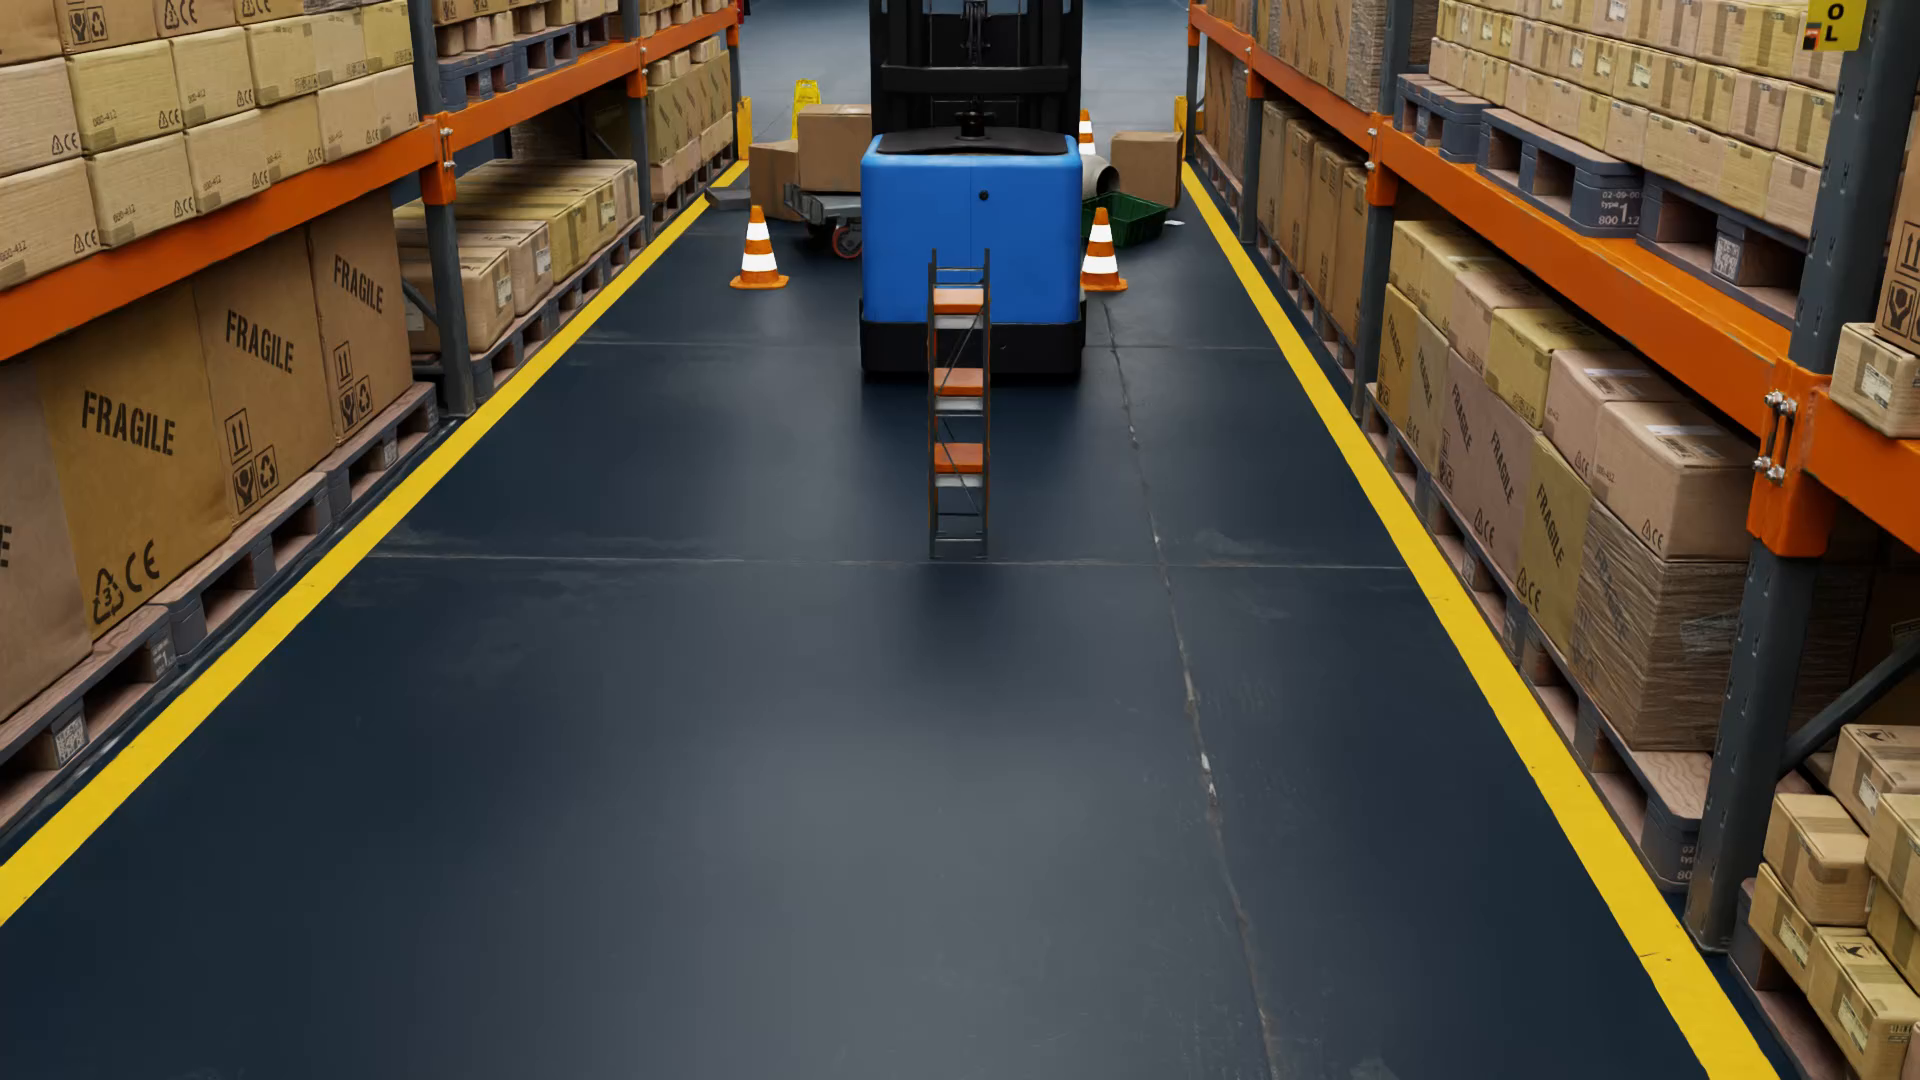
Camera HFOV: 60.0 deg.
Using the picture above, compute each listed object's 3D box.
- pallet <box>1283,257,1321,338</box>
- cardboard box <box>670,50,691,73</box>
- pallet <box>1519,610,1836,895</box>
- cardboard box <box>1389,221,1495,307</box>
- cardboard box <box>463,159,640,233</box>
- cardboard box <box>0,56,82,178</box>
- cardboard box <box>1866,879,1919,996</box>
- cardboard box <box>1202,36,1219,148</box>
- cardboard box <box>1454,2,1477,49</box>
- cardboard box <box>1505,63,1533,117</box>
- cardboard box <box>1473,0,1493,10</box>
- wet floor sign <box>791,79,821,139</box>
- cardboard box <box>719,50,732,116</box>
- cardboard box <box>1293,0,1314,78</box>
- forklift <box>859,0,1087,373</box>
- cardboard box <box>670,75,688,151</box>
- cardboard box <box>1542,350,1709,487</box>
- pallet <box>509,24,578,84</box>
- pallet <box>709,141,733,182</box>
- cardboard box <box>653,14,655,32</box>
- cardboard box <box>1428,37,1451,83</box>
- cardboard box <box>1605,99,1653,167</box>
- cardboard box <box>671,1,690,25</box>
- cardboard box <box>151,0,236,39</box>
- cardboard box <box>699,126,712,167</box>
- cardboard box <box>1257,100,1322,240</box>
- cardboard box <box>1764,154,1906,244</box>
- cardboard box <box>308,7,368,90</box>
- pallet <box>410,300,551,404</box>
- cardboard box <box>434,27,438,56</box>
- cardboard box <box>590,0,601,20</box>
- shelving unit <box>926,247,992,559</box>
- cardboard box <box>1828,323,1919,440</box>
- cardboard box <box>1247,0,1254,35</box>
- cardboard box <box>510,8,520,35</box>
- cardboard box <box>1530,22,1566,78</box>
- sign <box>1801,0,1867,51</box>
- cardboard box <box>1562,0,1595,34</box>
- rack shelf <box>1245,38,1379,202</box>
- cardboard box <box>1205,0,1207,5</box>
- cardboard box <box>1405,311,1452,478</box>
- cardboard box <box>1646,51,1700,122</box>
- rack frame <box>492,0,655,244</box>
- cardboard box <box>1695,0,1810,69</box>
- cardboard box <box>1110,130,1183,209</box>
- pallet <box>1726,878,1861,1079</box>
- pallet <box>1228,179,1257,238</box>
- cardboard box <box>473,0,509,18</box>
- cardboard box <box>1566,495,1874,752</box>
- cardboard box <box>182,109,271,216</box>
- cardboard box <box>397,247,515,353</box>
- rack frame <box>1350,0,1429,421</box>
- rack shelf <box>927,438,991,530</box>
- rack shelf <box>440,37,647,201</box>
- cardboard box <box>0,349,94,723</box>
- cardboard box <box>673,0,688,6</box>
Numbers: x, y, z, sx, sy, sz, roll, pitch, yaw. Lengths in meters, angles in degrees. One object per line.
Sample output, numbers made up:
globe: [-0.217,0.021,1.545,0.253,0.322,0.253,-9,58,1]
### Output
pallet: [2.399,-1.369,9.266,1.003,0.211,1.213,1,21,2]
cardboard box: [-2.198,-3.513,12.224,0.380,0.149,0.250,2,21,5]
pallet: [2.161,0.520,4.398,1.003,0.211,1.213,1,21,2]
cardboard box: [1.997,-1.079,6.500,0.500,0.250,0.500,0,21,-1]
cardboard box: [-2.582,-2.190,10.580,0.950,0.372,0.625,1,21,2]
cardboard box: [-2.529,-1.025,4.040,0.500,0.250,0.500,1,21,2]
cardboard box: [1.890,0.716,2.987,0.380,0.149,0.250,1,21,2]
cardboard box: [2.549,-3.797,14.025,0.875,0.875,0.875,1,21,2]
cardboard box: [2.039,-1.892,6.113,0.380,0.149,0.250,2,21,4]
cardboard box: [2.017,-1.476,5.453,0.380,0.149,0.250,1,21,3]
cardboard box: [2.035,-1.950,5.853,0.380,0.149,0.250,1,21,1]
wet floor sign: [-1.372,-3.815,14.969,0.267,0.644,0.232,8,23,20]
cardboard box: [-2.211,-3.827,13.928,0.500,0.500,0.500,1,21,2]
cardboard box: [2.049,-2.704,8.713,0.500,0.500,0.500,1,21,2]
forklift: [0.088,-2.638,8.777,1.130,2.935,3.031,1,21,1]
cardboard box: [-2.277,-3.077,11.996,0.500,0.500,0.500,1,21,4]
cardboard box: [1.938,-0.337,4.588,0.500,0.250,0.500,2,21,4]
pallet: [-2.671,-2.590,8.822,1.003,0.211,1.213,1,21,2]
pallet: [-2.510,-3.235,14.074,1.003,0.211,1.213,1,21,2]
cardboard box: [-2.283,-3.494,11.236,0.380,0.149,0.250,1,21,3]
cardboard box: [2.045,-1.864,6.454,0.380,0.149,0.250,0,21,1]
cardboard box: [1.980,-1.099,4.480,0.380,0.149,0.250,0,21,-1]
cardboard box: [-2.190,-3.865,12.191,0.380,0.149,0.250,1,21,2]
cardboard box: [-2.497,-1.738,4.841,0.500,0.500,0.500,0,21,1]
cardboard box: [-2.237,-3.098,13.087,0.500,0.250,0.500,0,21,0]
cardboard box: [2.453,-2.313,10.373,1.050,0.750,0.750,1,21,1]
cardboard box: [1.953,-0.723,3.513,0.380,0.149,0.250,0,21,0]
cardboard box: [-2.463,-1.763,5.942,0.500,0.250,0.500,0,21,0]
pallet: [-2.665,-0.946,8.174,1.003,0.211,1.213,1,21,2]
cardboard box: [-2.495,-2.157,7.209,0.380,0.149,0.250,-1,21,-1]
cardboard box: [-2.306,-3.110,9.665,0.380,0.149,0.250,0,21,1]
shelving unit: [-0.002,-0.470,5.789,0.215,1.050,0.252,1,21,2]
cardboard box: [1.803,-0.283,2.959,0.380,0.149,0.250,1,21,4]
cardboard box: [2.381,-3.595,10.940,0.875,0.550,0.550,1,21,2]
cardboard box: [-2.470,-2.647,8.472,0.380,0.149,0.250,1,21,4]
cardboard box: [2.007,-1.524,5.166,0.380,0.149,0.250,0,21,1]
sign: [1.584,-1.043,2.971,0.100,0.325,0.005,1,21,2]
cardboard box: [2.003,-1.571,4.875,0.380,0.149,0.250,0,21,1]
rack shelf: [2.321,-2.333,8.889,1.077,0.370,4.000,1,21,2]
cardboard box: [2.538,-4.773,13.976,0.875,0.550,0.550,1,21,2]
cardboard box: [1.972,-0.541,6.151,0.500,0.500,0.500,1,21,2]
cardboard box: [1.975,-1.146,4.192,0.380,0.149,0.250,0,21,0]
rack frame: [-2.569,-3.409,10.669,1.000,3.000,0.127,1,21,2]
cardboard box: [1.973,-1.193,3.901,0.380,0.149,0.250,0,21,0]
cardboard box: [1.403,-2.800,12.550,0.500,0.500,0.500,4,22,11]
pallet: [2.154,1.044,3.046,1.003,0.211,1.213,1,21,2]
pallet: [2.483,-2.365,11.834,1.003,0.211,1.213,1,21,2]
cardboard box: [-2.437,-2.693,7.692,0.500,0.500,0.500,2,21,4]
cardboard box: [1.909,0.200,4.241,0.500,0.500,0.500,0,21,1]
cardboard box: [-2.465,-1.156,5.069,0.500,0.250,0.500,0,21,1]
cardboard box: [-2.663,-1.138,7.867,0.950,0.372,0.625,-1,21,-2]
rack frame: [2.260,-1.945,6.895,1.000,3.000,0.127,1,21,2]
rack shelf: [-0.002,-0.201,5.894,0.215,0.259,0.240,1,21,2]
rack shelf: [-2.630,-2.351,8.935,1.077,0.370,4.000,1,21,2]
cardboard box: [-2.873,0.053,4.103,0.875,0.875,0.875,1,21,3]
cardboard box: [-2.257,-4.114,11.935,0.500,0.500,0.500,0,21,1]
